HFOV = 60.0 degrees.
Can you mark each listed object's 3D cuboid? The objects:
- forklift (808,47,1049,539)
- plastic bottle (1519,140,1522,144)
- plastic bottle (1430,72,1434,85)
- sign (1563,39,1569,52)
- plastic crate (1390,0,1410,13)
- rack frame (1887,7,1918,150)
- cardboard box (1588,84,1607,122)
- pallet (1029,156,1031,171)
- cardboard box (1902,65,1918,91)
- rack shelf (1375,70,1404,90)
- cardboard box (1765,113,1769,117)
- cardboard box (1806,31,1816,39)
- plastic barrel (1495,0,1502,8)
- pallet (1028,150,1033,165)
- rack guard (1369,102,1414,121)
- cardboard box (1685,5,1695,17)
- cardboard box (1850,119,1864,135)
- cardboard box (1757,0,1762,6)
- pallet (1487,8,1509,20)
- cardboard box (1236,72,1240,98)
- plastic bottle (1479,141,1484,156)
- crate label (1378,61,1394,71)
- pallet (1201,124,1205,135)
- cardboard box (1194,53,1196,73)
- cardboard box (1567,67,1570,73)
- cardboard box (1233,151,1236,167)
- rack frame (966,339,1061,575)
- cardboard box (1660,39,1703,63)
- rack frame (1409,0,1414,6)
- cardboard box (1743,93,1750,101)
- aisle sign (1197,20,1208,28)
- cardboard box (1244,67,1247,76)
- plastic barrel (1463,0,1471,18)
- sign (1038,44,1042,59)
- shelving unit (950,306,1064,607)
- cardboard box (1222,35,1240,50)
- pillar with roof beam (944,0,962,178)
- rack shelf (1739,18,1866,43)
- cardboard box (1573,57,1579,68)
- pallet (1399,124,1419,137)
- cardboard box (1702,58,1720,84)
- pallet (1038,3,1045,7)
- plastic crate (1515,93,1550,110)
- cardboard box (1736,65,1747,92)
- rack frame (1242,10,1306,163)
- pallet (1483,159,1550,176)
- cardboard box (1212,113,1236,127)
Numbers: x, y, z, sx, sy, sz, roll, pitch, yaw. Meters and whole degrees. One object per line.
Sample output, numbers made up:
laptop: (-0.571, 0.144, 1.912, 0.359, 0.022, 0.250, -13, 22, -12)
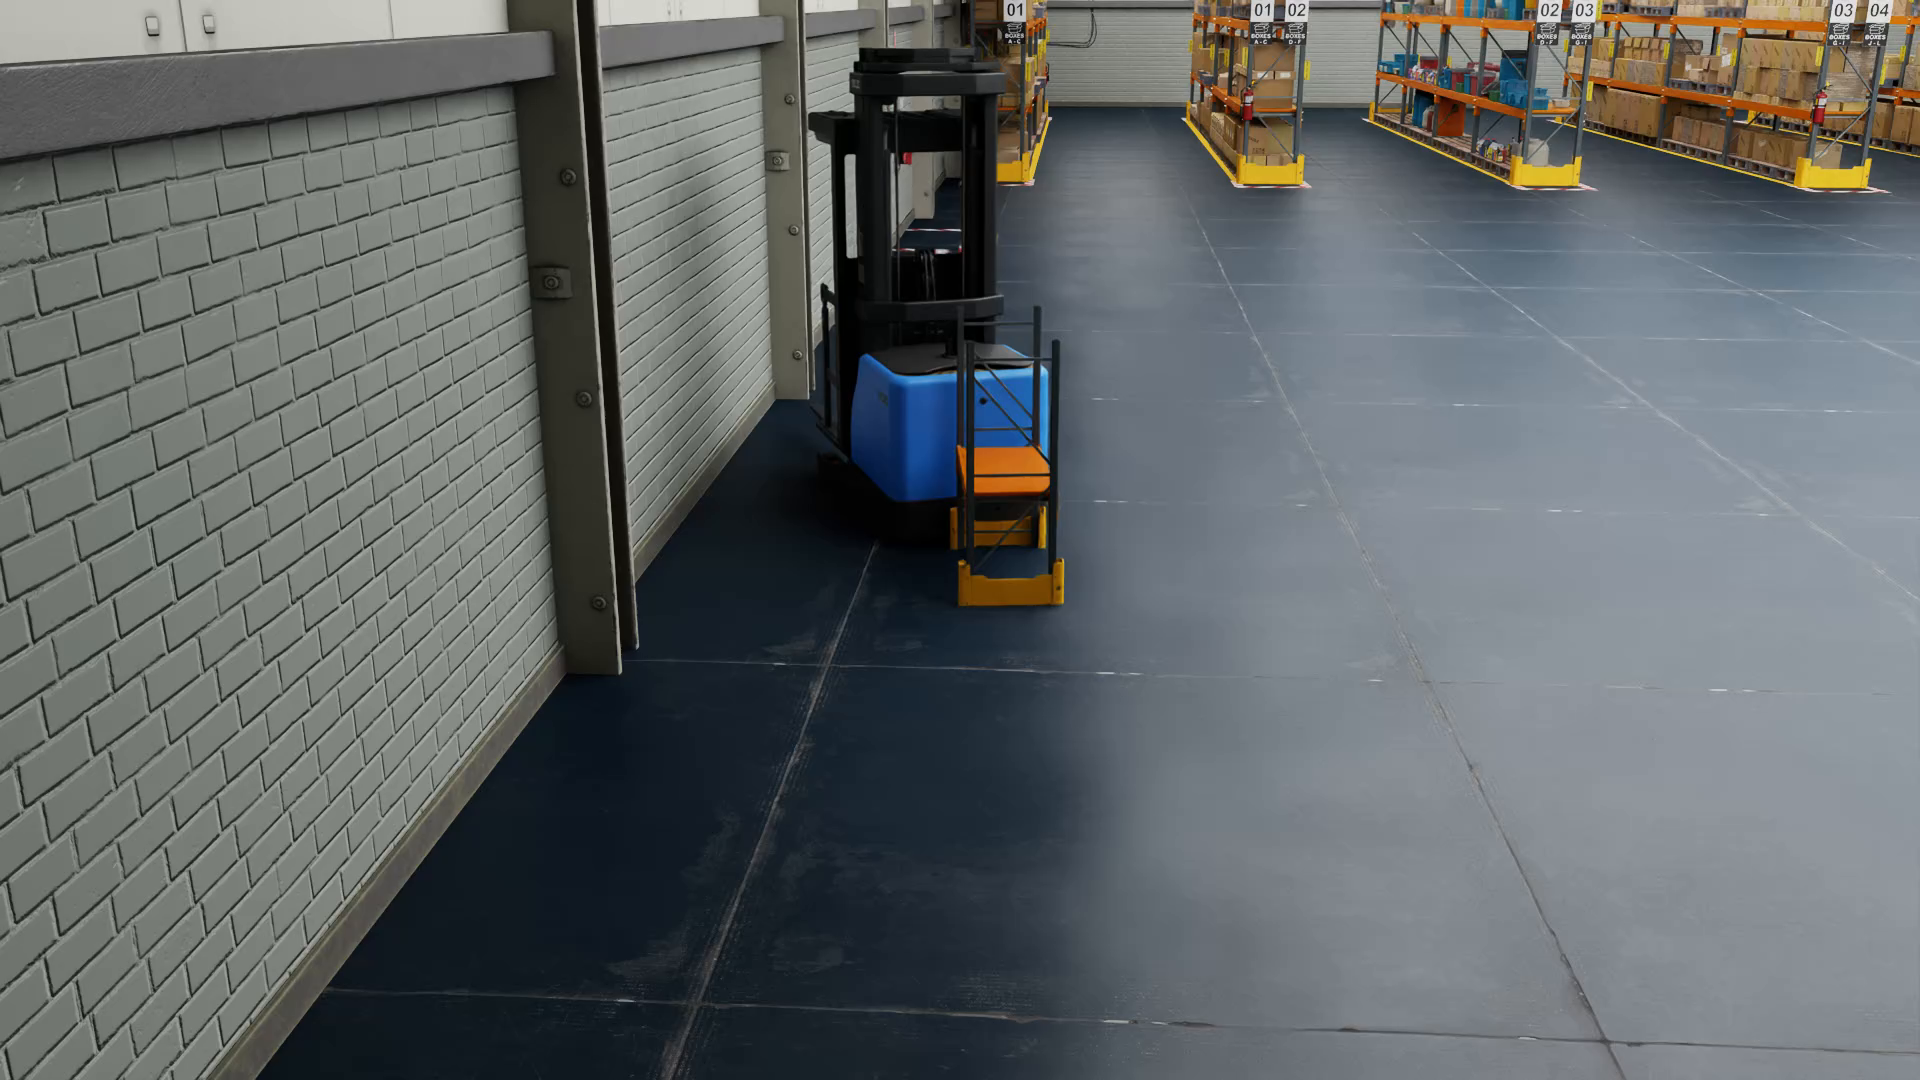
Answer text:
forklift: (-0.376, -1.817, 11.263, 1.130, 2.935, 3.031, -6, 19, -17)
plastic bottle: (11.077, -7.736, 32.763, 0.144, 0.351, 0.185, 0, 18, 1)
plastic bottle: (10.797, -10.536, 37.966, 0.097, 0.271, 0.097, 0, 18, 0)
sign: (16.097, -13.132, 44.164, 0.100, 0.325, 0.005, 1, 18, 4)
plastic crate: (11.326, -13.706, 42.718, 0.504, 0.338, 0.767, 1, 18, 4)
rack frame: (21.016, -10.042, 36.251, 1.000, 3.000, 0.127, 1, 18, 4)
cardboard box: (16.555, -11.099, 42.215, 0.875, 0.875, 0.875, 1, 18, 4)
pallet: (0.870, -7.359, 32.541, 1.003, 0.211, 1.213, 1, 18, 4)
cardboard box: (20.715, -9.956, 35.828, 0.500, 0.500, 0.500, 1, 18, 5)
rack shelf: (11.566, -11.816, 42.821, 1.077, 0.370, 4.000, 1, 18, 4)
cardboard box: (21.296, -11.132, 43.484, 0.380, 0.149, 0.250, 1, 18, 4)
cardboard box: (21.099, -12.261, 40.779, 0.500, 0.500, 0.500, 1, 18, 2)
plastic barrel: (10.623, -10.601, 32.286, 0.421, 0.512, 0.421, 0, 18, 0)
pallet: (0.955, -7.739, 33.701, 1.003, 0.211, 1.213, 1, 18, 4)
rack guard: (11.698, -11.599, 45.018, 1.175, 0.500, 0.348, 1, 18, 4)
cardboard box: (15.751, -11.238, 35.326, 0.500, 0.250, 0.500, 2, 18, 5)
cardboard box: (20.865, -9.589, 38.211, 0.500, 0.500, 0.500, 0, 18, 1)
cardboard box: (15.508, -10.307, 31.843, 0.380, 0.149, 0.250, 0, 18, 1)
pallet: (10.895, -10.161, 32.103, 1.213, 0.211, 1.003, 1, 18, 4)
cardboard box: (5.883, -9.073, 33.135, 0.700, 0.500, 0.500, 1, 18, 2)
plastic bottle: (10.393, -7.776, 33.006, 0.152, 0.276, 0.135, 2, 18, 6)
crate label: (11.363, -12.658, 44.410, 0.416, 0.233, 0.303, 1, 18, 4)
pallet: (6.462, -10.070, 40.815, 1.003, 0.211, 1.213, 1, 18, 4)
cardboard box: (6.404, -12.490, 43.563, 0.500, 0.500, 0.500, 1, 18, 4)
cardboard box: (16.295, -12.446, 43.993, 0.380, 0.149, 0.250, 1, 18, 5)
cardboard box: (5.390, -7.143, 31.146, 0.500, 0.250, 0.500, 1, 18, 4)
rack frame: (0.285, -0.350, 9.082, 0.500, 1.500, 0.032, -1, 18, -3)
cardboard box: (16.145, -10.935, 37.205, 0.797, 0.503, 0.637, 2, 18, 6)
rack frame: (11.423, -14.387, 39.879, 1.000, 3.000, 0.127, 1, 18, 4)
cardboard box: (15.453, -8.606, 32.274, 0.380, 0.149, 0.250, 1, 18, 4)
aisle sign: (6.481, -14.154, 44.626, 0.394, 0.787, 0.004, 1, 18, 4)
cardboard box: (5.551, -8.802, 31.266, 0.380, 0.149, 0.250, 2, 18, 5)
plastic barrel: (10.763, -11.285, 34.422, 0.600, 0.901, 0.708, 1, 18, 4)
sign: (1.796, -11.019, 37.501, 0.100, 0.325, 0.005, 1, 18, 4)
shelving unit: (0.258, -0.511, 9.573, 0.587, 1.500, 1.083, -1, 18, -3)
cardboard box: (6.797, -12.311, 41.411, 0.500, 0.500, 0.500, 2, 18, 5)
pillar with roof beam: (4.162, -11.022, 29.609, 9.100, 9.000, 0.400, 1, 18, 4)
rack shelf: (15.646, -9.404, 30.643, 1.077, 0.370, 4.000, 1, 18, 4)
cardboard box: (16.315, -12.434, 43.315, 0.500, 0.250, 0.500, 1, 18, 3)
pallet: (11.326, -9.973, 40.519, 1.003, 0.211, 1.213, 1, 18, 4)
cardboard box: (15.822, -9.730, 34.461, 0.797, 0.503, 0.637, 3, 18, 10)
pallet: (1.610, -13.395, 41.810, 1.003, 0.211, 1.213, 1, 18, 4)
plastic crate: (10.300, -7.901, 29.957, 0.499, 0.251, 0.616, 1, 18, 4)
cardboard box: (15.696, -8.992, 32.409, 0.875, 0.500, 0.500, 1, 18, 4)
rack frame: (5.622, -7.921, 29.780, 1.000, 3.000, 0.127, 1, 18, 4)
pallet: (10.675, -7.139, 31.872, 1.003, 0.211, 1.213, 1, 18, 4)
cardboard box: (5.836, -9.246, 36.664, 0.500, 0.311, 0.500, 1, 18, 3)
